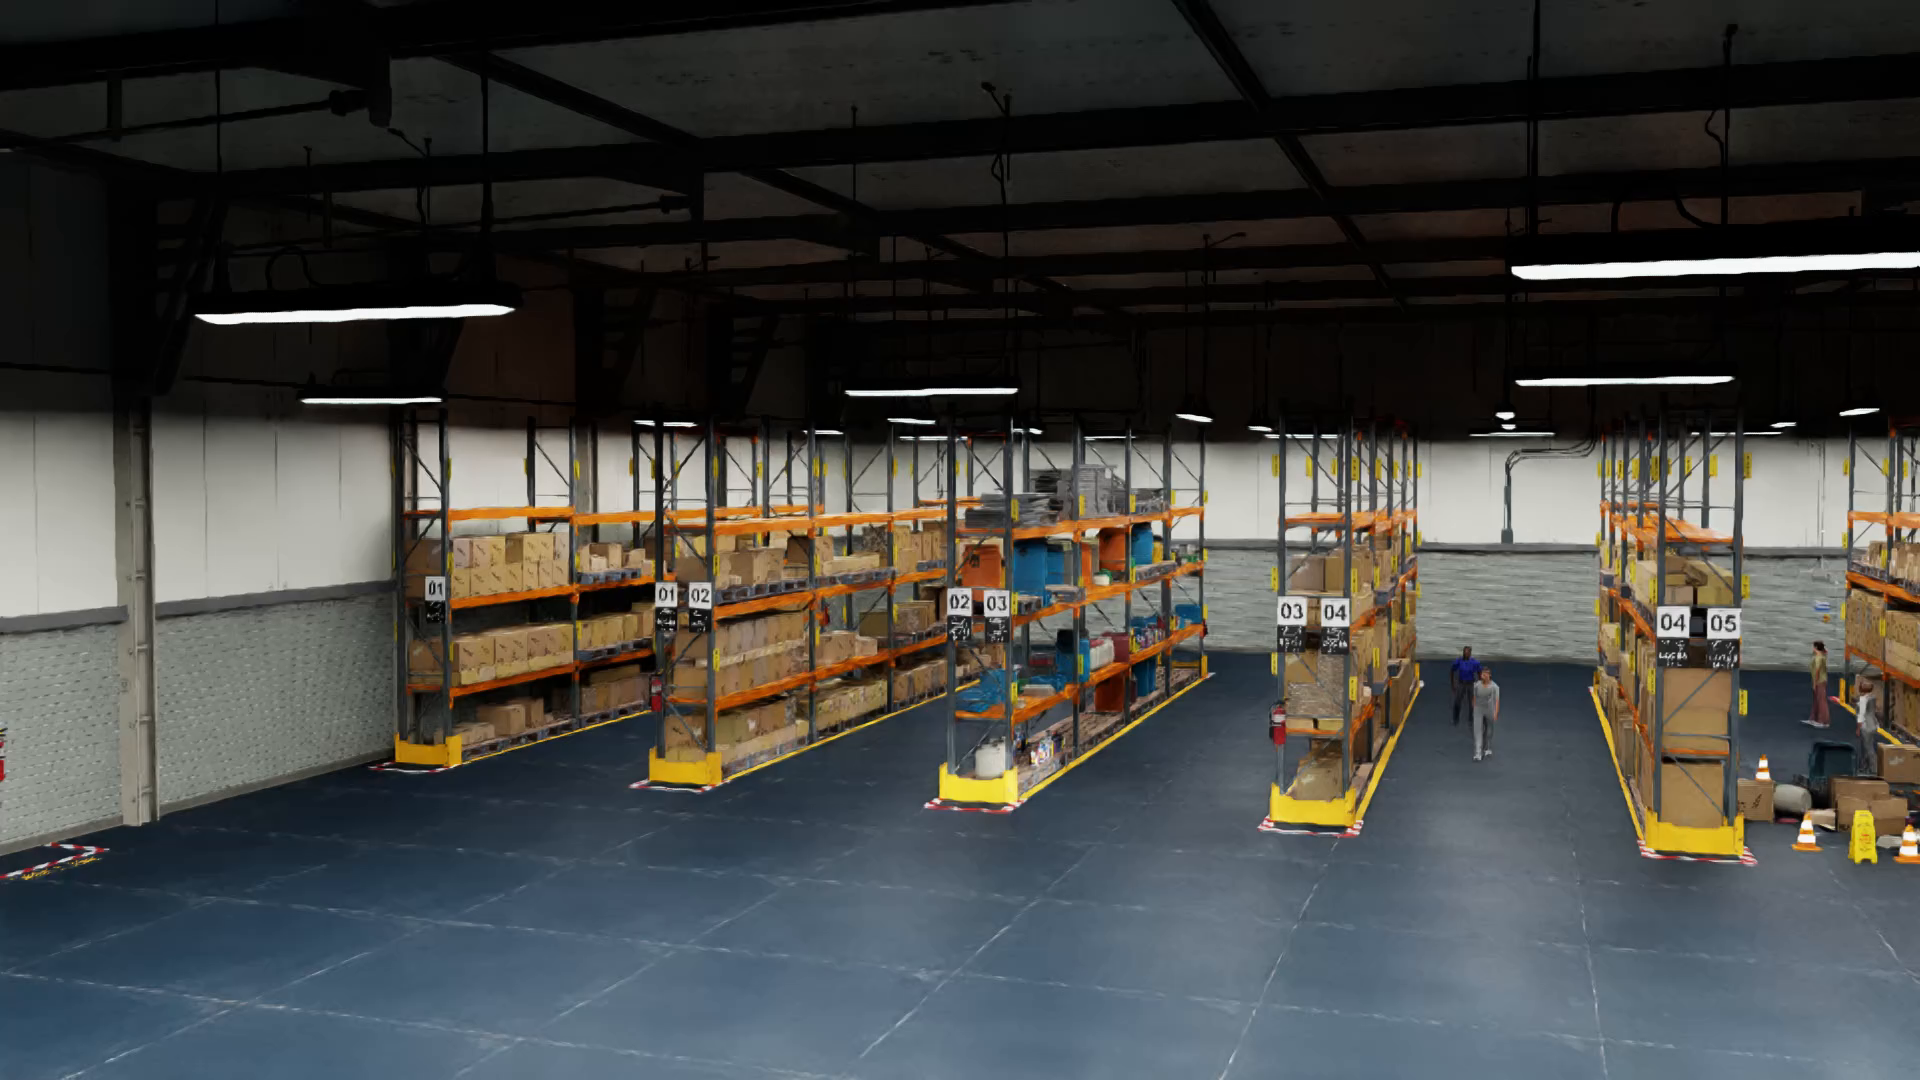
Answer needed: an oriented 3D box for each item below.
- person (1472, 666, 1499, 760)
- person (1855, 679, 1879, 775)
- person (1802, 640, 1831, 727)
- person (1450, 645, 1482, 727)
[{"bbox_3d":[9.042,2.958,28.589,0.446,1.589,1.092,1,3,17],"label":"person"},{"bbox_3d":[14.589,3.095,26.807,0.528,1.483,0.532,-2,3,-44],"label":"person"},{"bbox_3d":[16.611,2.769,32.224,0.540,1.668,0.545,2,3,37],"label":"person"},{"bbox_3d":[9.800,2.834,32.212,0.592,1.590,0.513,1,3,17],"label":"person"}]
